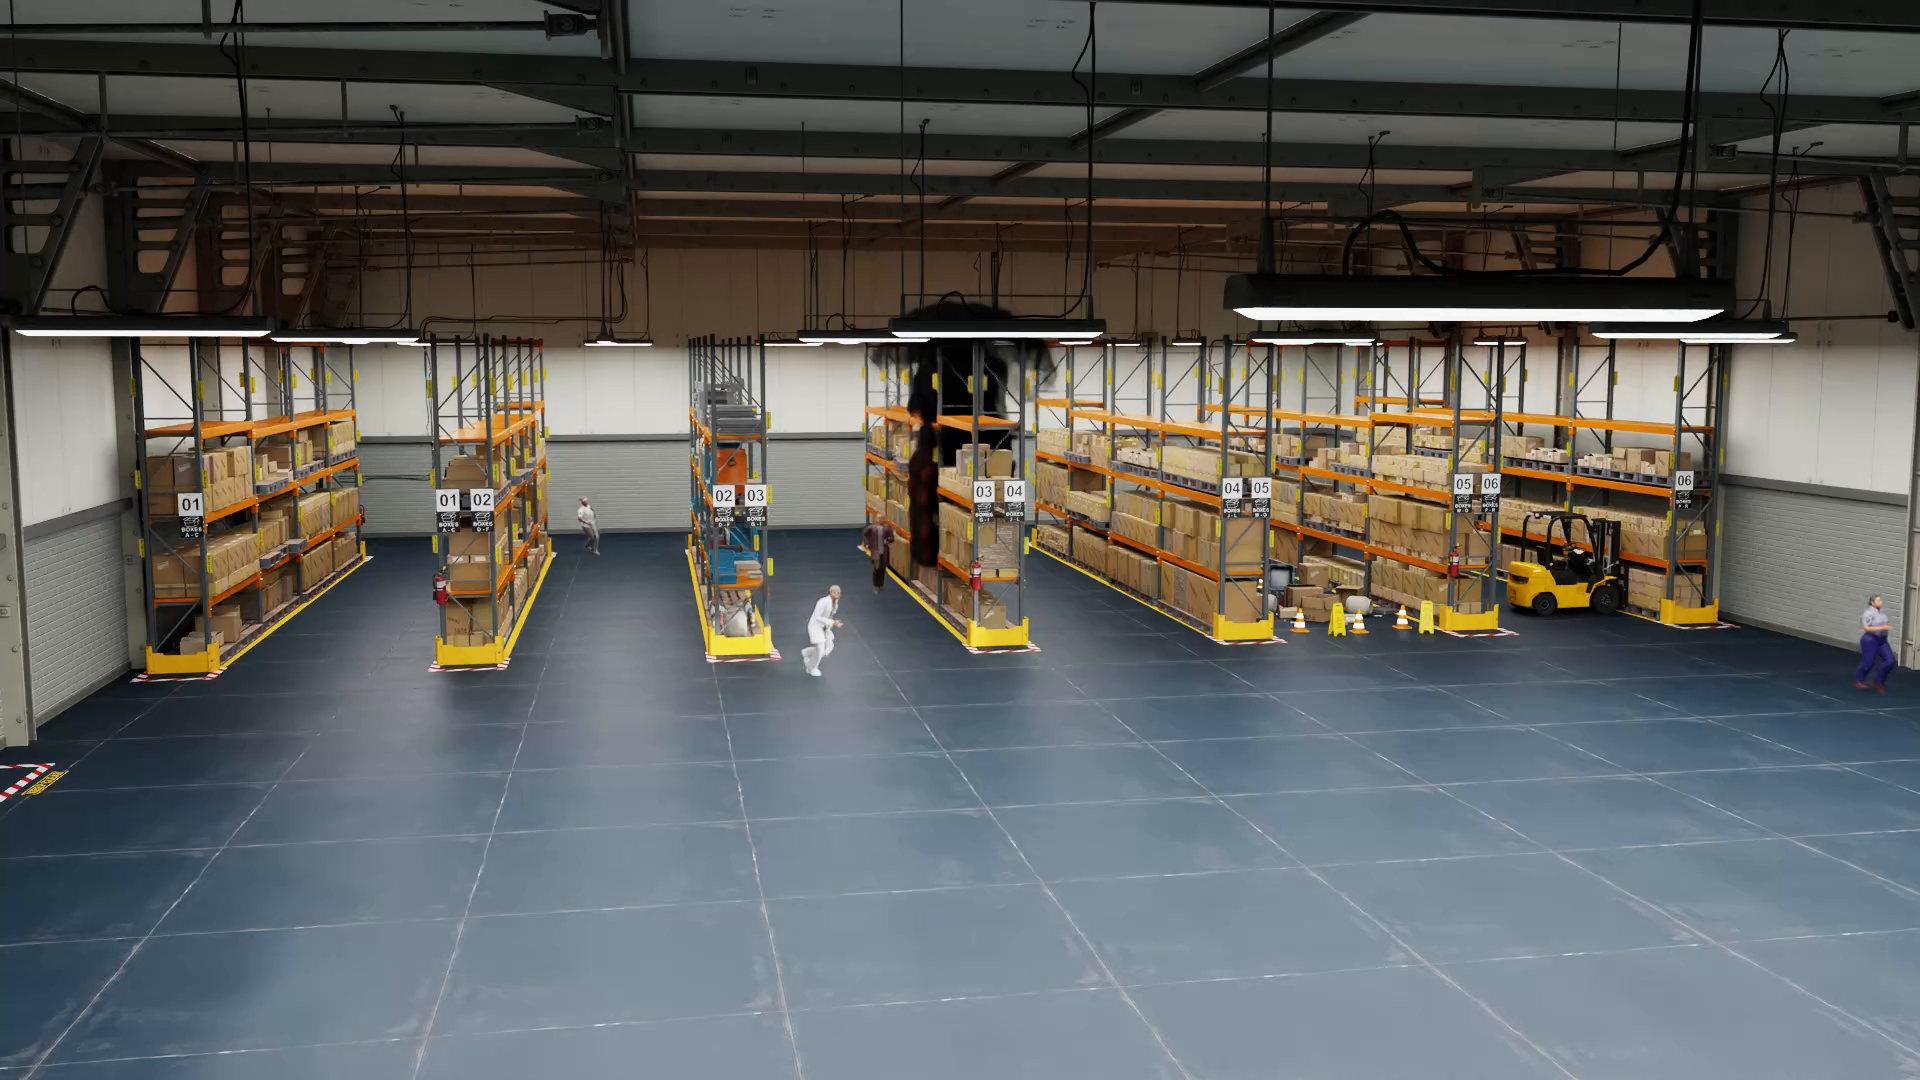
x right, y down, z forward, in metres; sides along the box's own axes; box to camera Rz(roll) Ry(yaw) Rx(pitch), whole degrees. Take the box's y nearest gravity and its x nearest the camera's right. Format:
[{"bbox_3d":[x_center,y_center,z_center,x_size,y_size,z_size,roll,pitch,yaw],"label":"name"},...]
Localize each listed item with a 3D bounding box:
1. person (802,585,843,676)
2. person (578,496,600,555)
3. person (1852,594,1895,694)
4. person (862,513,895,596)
[{"bbox_3d":[-2.386,1.584,29.282,0.892,1.622,0.728,3,7,26],"label":"person"},{"bbox_3d":[-10.397,-0.404,46.485,0.597,1.649,0.602,5,8,35],"label":"person"},{"bbox_3d":[15.276,1.748,27.735,0.582,1.691,0.673,-3,7,-23],"label":"person"},{"bbox_3d":[-1.790,0.323,37.117,0.683,1.837,0.739,-2,7,-15],"label":"person"}]
